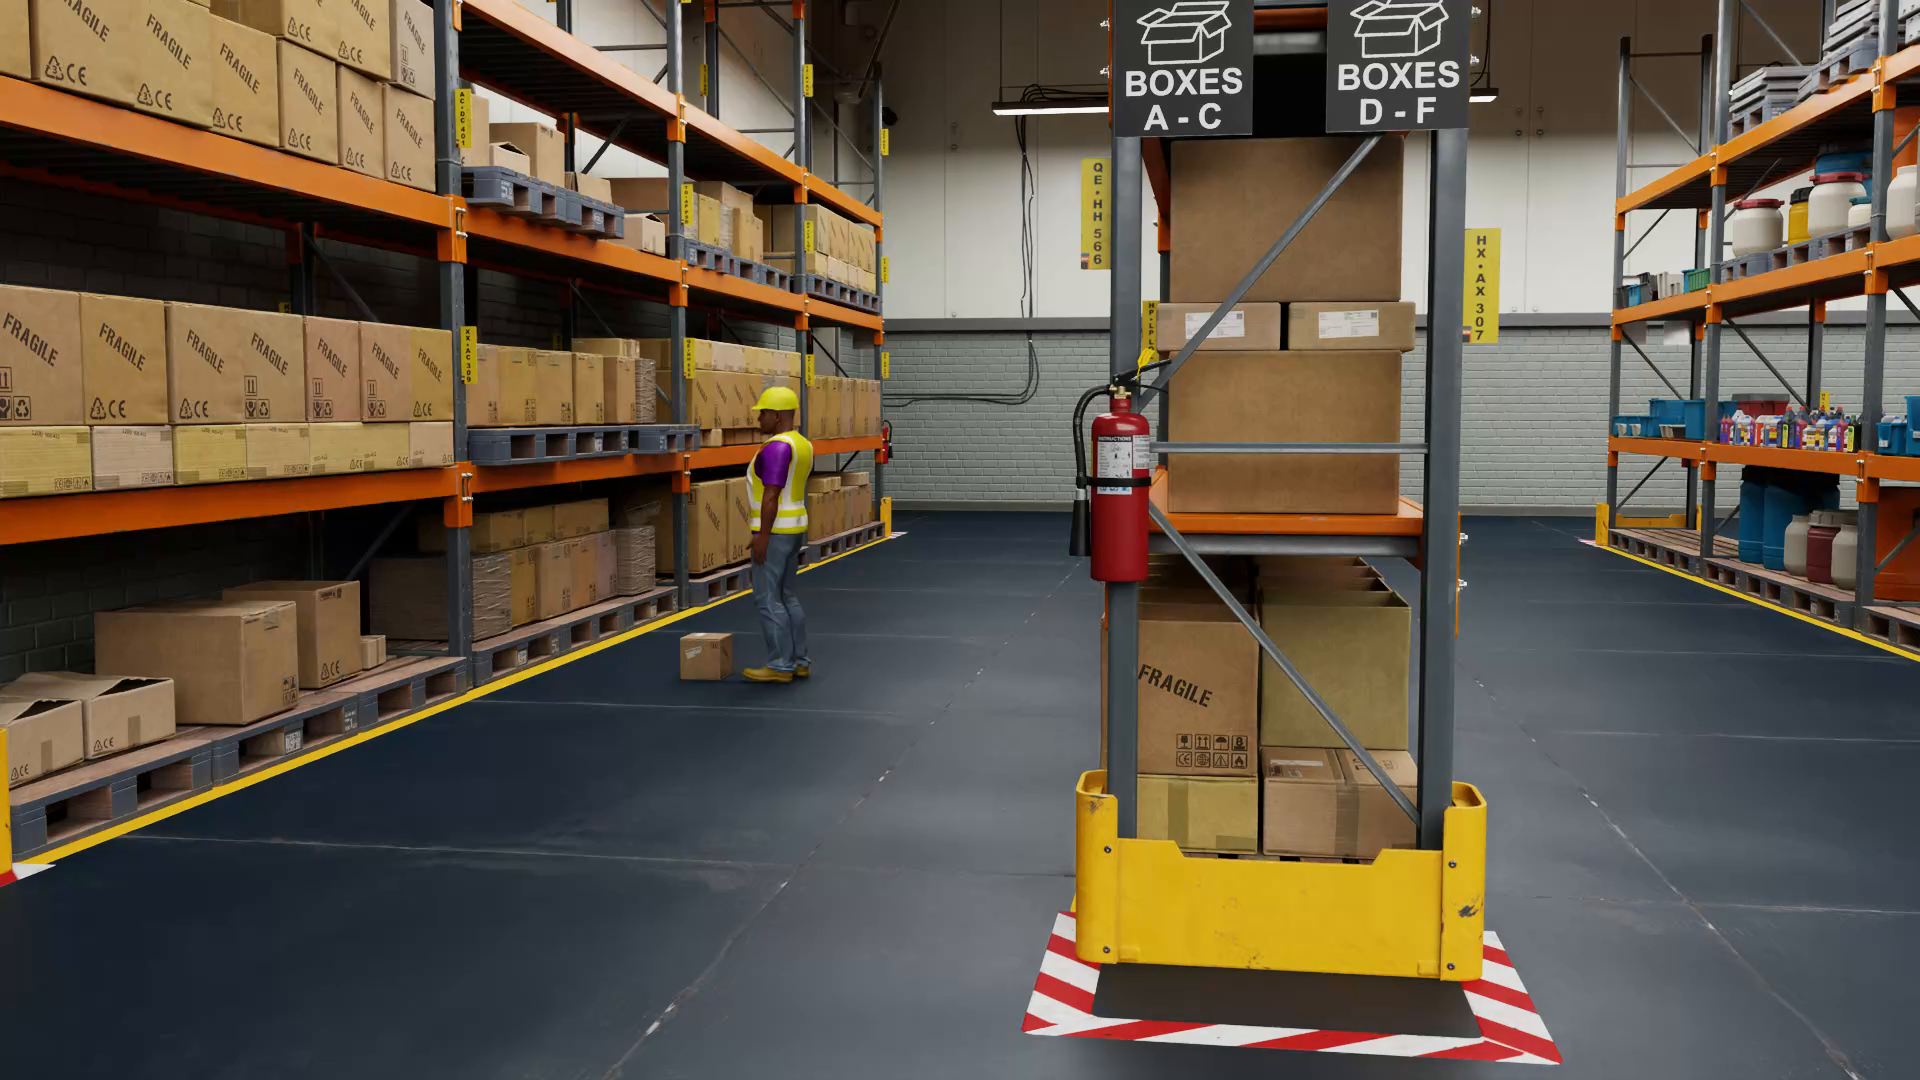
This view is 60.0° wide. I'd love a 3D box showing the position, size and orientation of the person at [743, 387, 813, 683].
[{"bbox_3d":[-1.097,-0.034,9.984,0.370,1.763,0.564,1,5,11],"label":"person"}]
